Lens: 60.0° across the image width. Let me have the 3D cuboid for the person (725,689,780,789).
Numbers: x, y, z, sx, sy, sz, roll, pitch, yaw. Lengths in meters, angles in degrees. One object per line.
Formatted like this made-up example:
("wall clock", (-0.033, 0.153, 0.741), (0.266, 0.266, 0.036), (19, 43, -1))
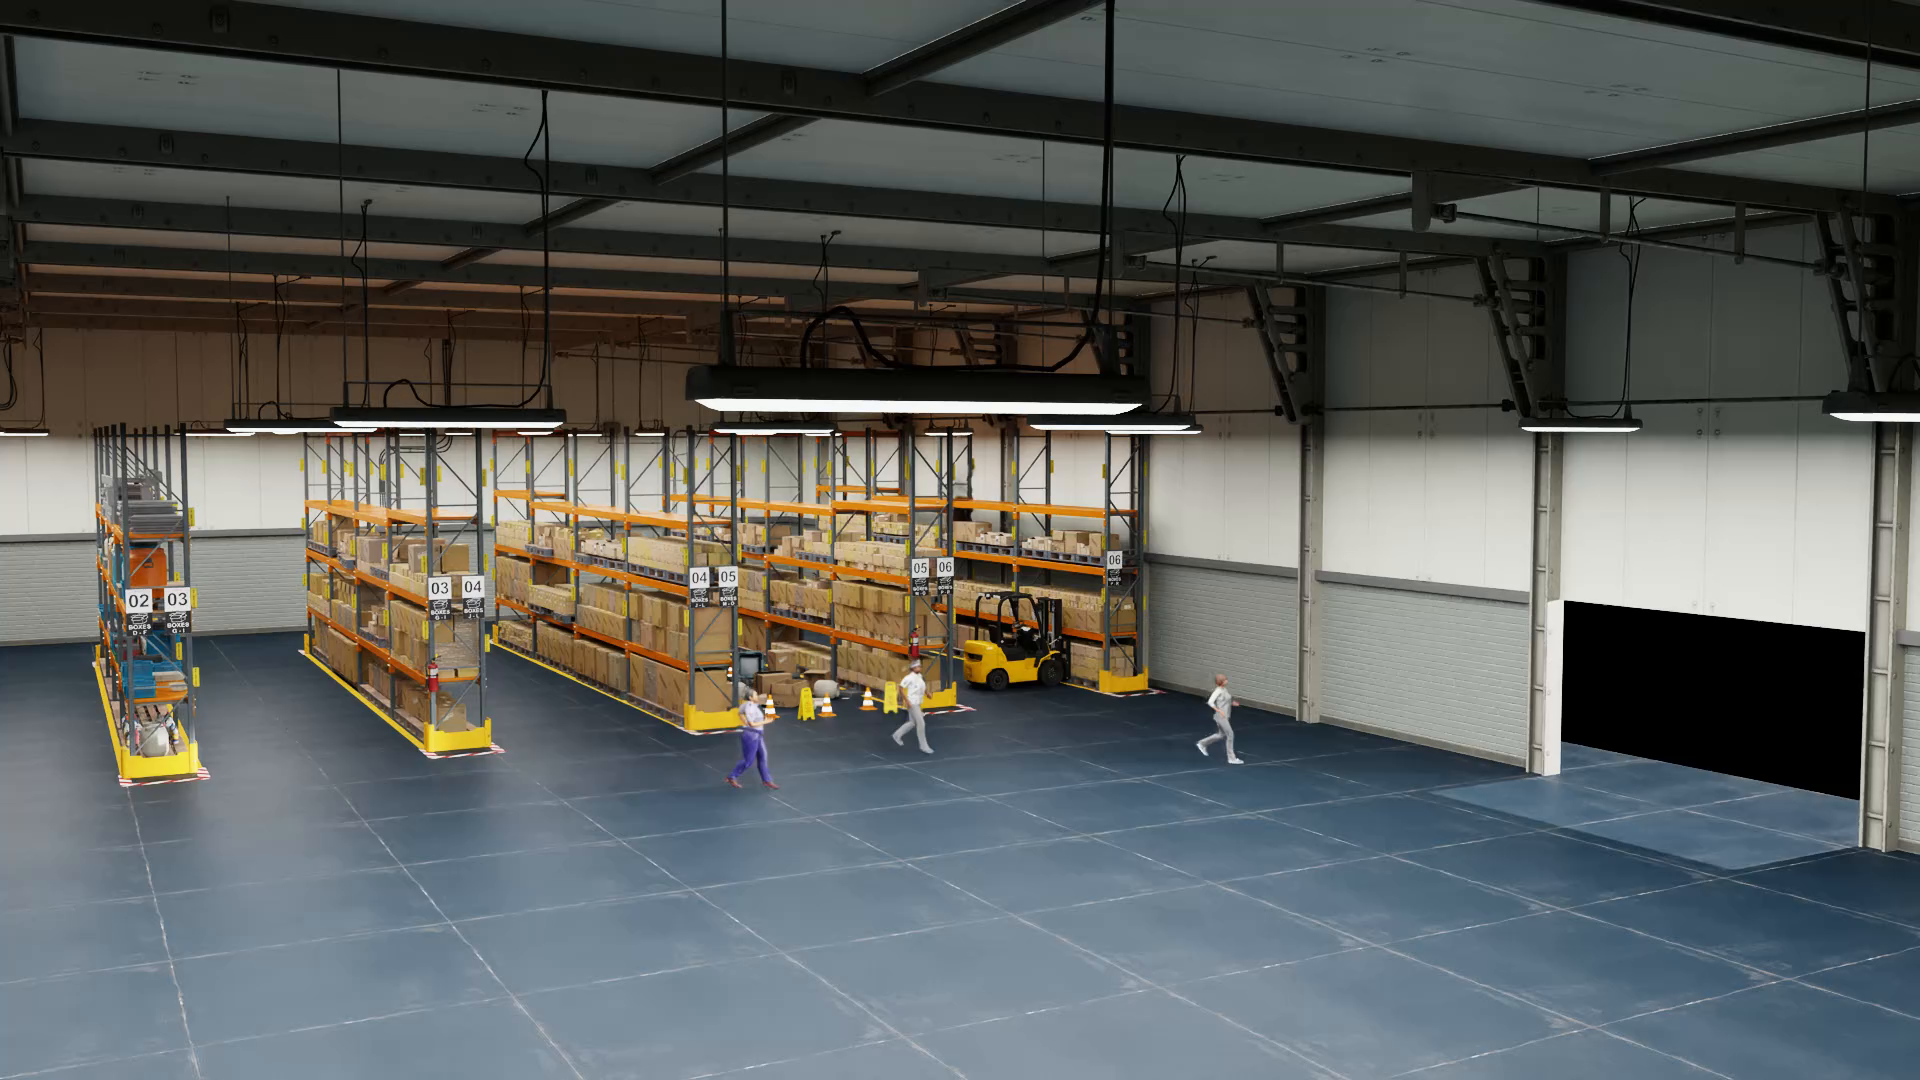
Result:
("person", (-3.383, 3.245, 27.029), (0.874, 1.672, 0.598), (0, 3, -2))

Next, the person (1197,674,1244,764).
("person", (4.596, 3.147, 29.358), (0.841, 1.572, 0.546), (1, 4, 18))

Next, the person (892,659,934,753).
("person", (-0.867, 3.031, 30.578), (0.875, 1.715, 0.584), (1, 4, 21))
